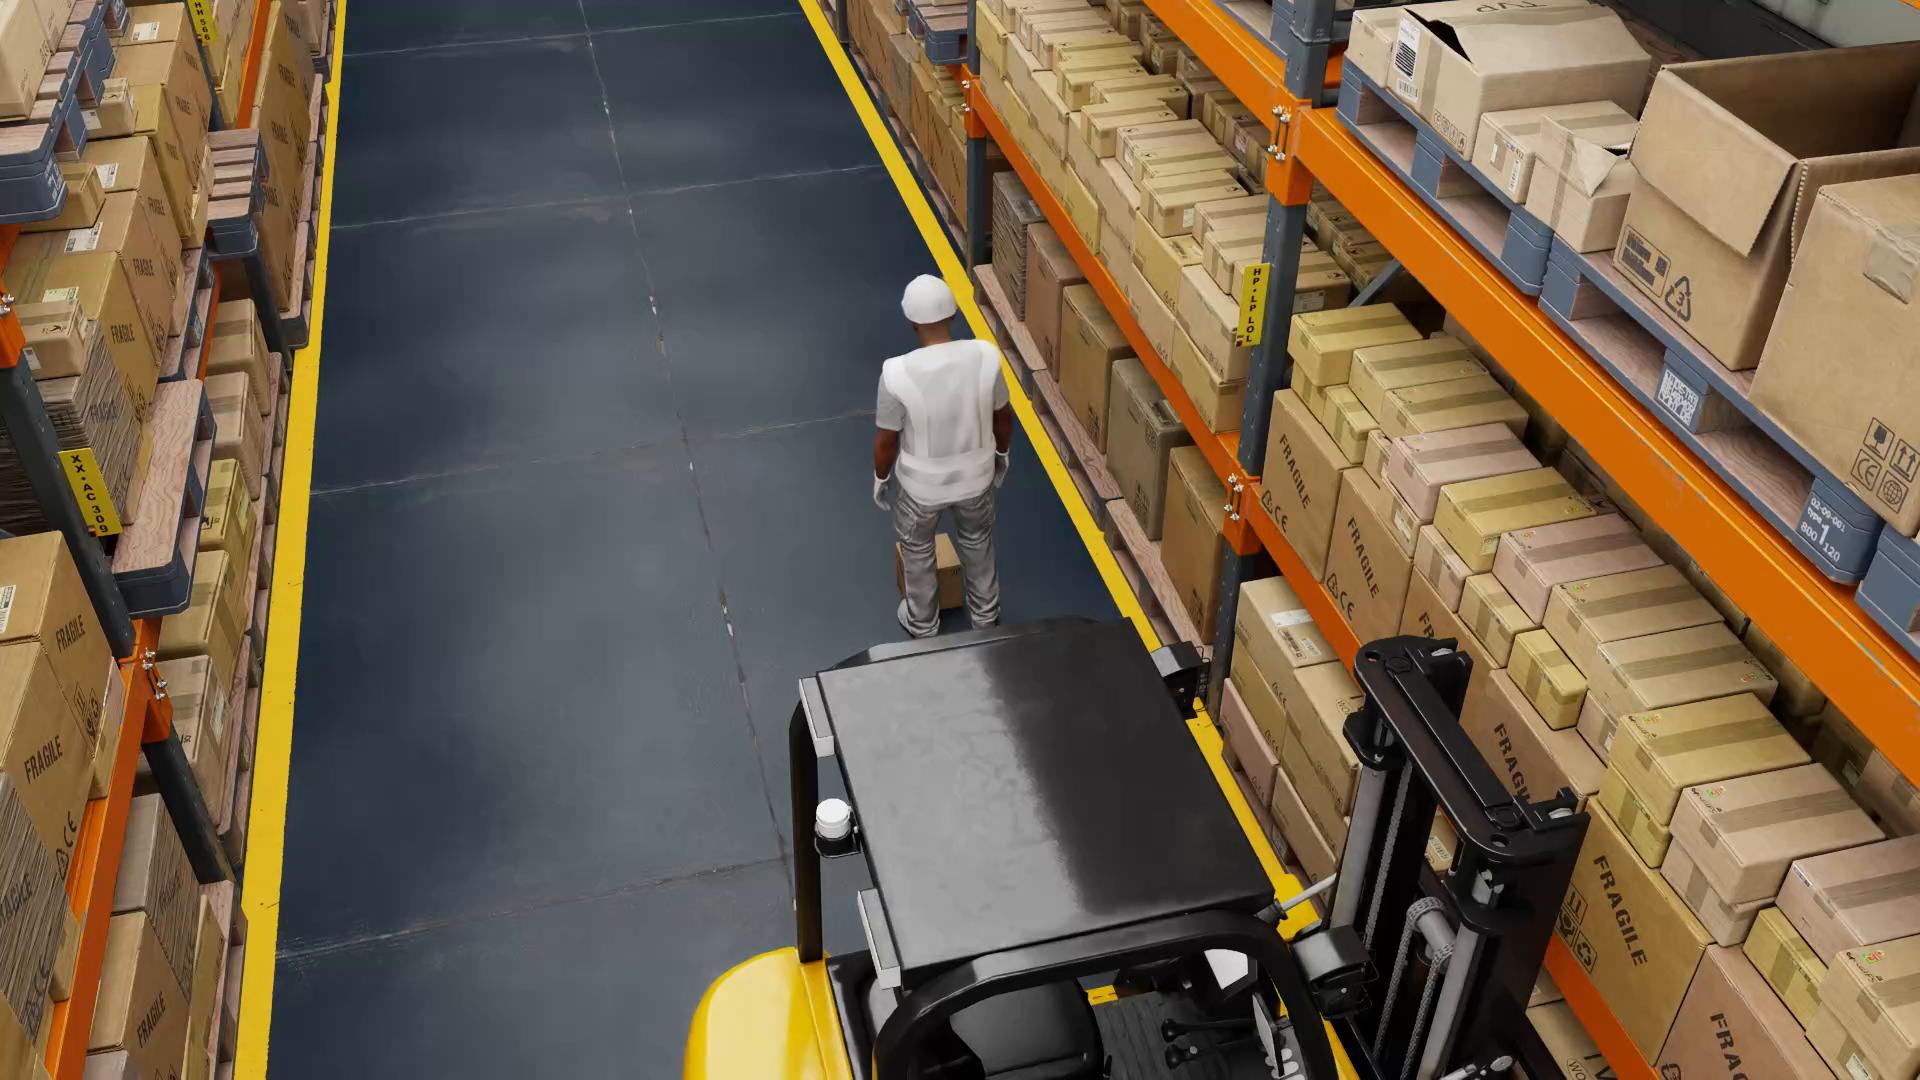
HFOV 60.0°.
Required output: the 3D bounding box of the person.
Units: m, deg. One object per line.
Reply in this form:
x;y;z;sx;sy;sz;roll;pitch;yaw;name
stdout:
-0.076;-0.305;7.100;0.617;1.772;0.452;-11;39;-14;person
